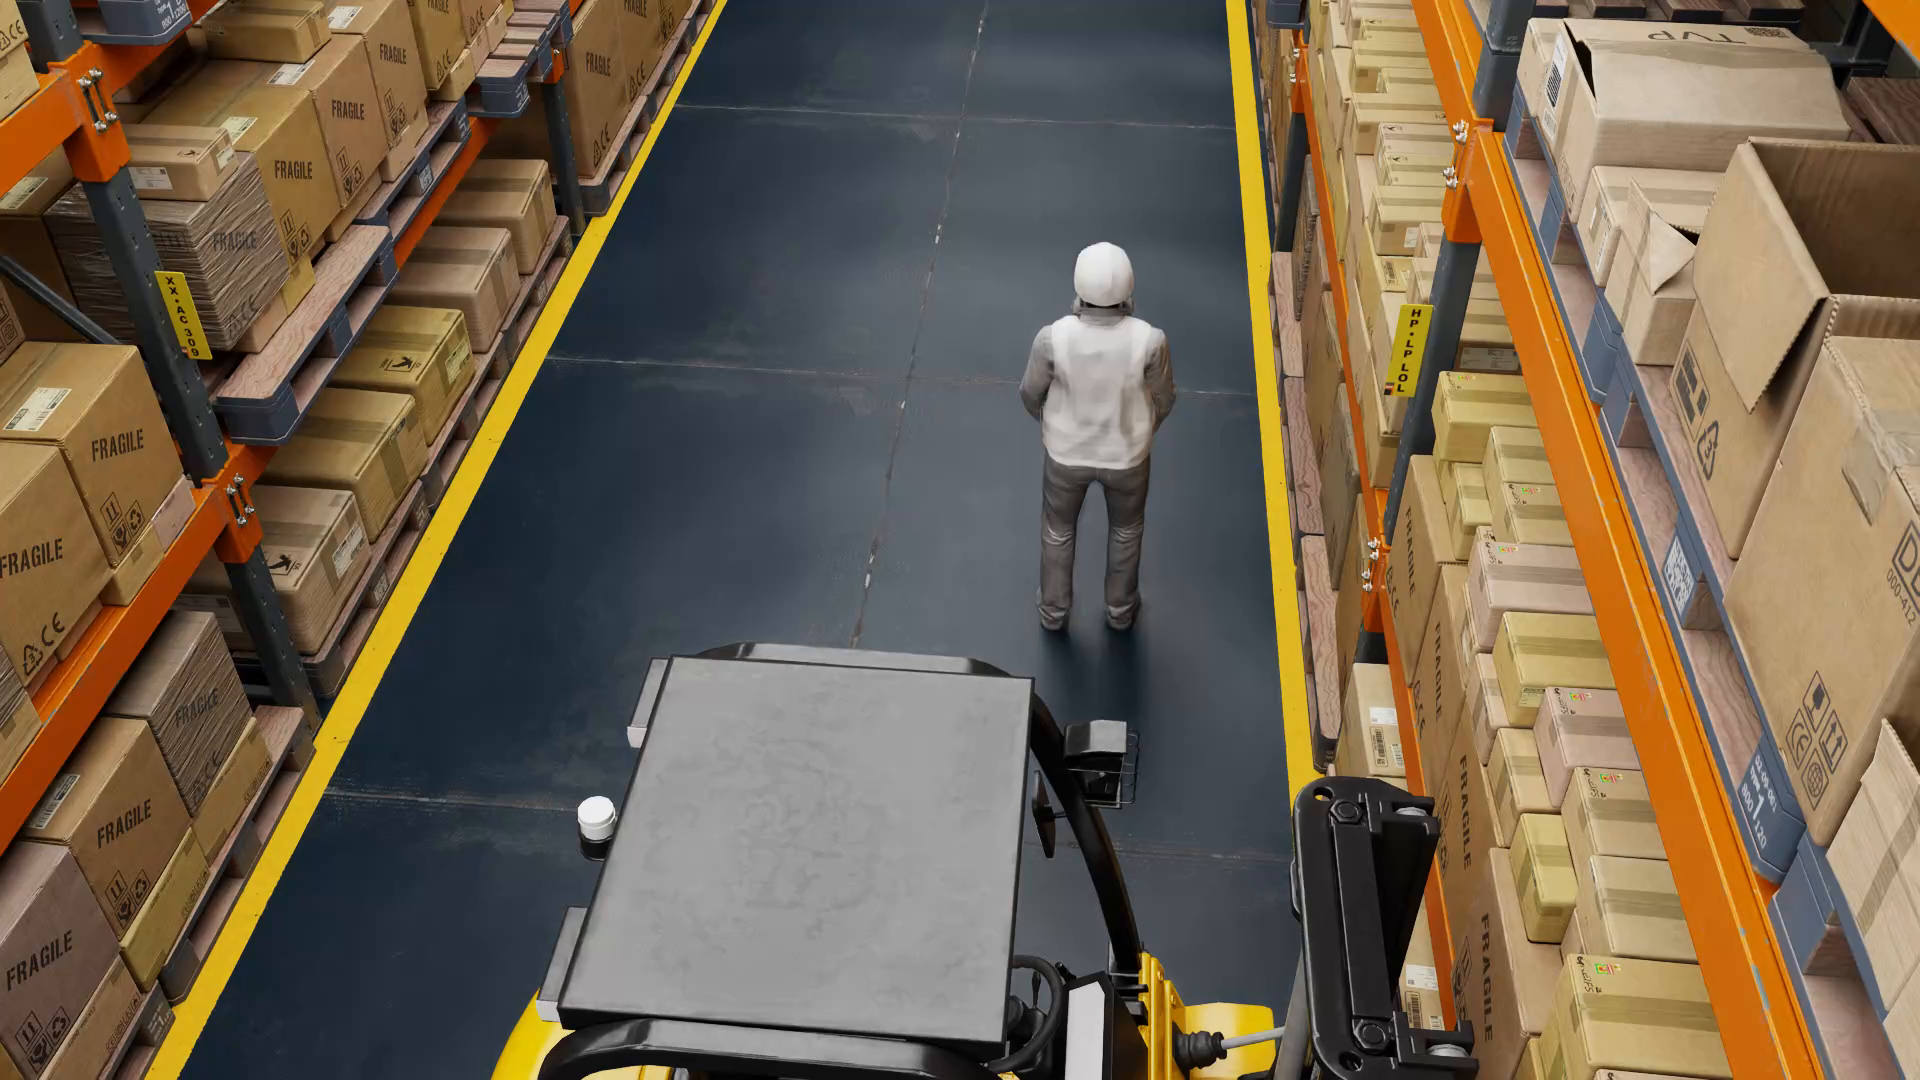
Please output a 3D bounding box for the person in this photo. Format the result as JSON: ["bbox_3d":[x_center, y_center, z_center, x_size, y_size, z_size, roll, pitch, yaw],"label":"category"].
[{"bbox_3d":[0.537,-0.398,6.624,0.608,1.760,0.435,4,40,5],"label":"person"}]
